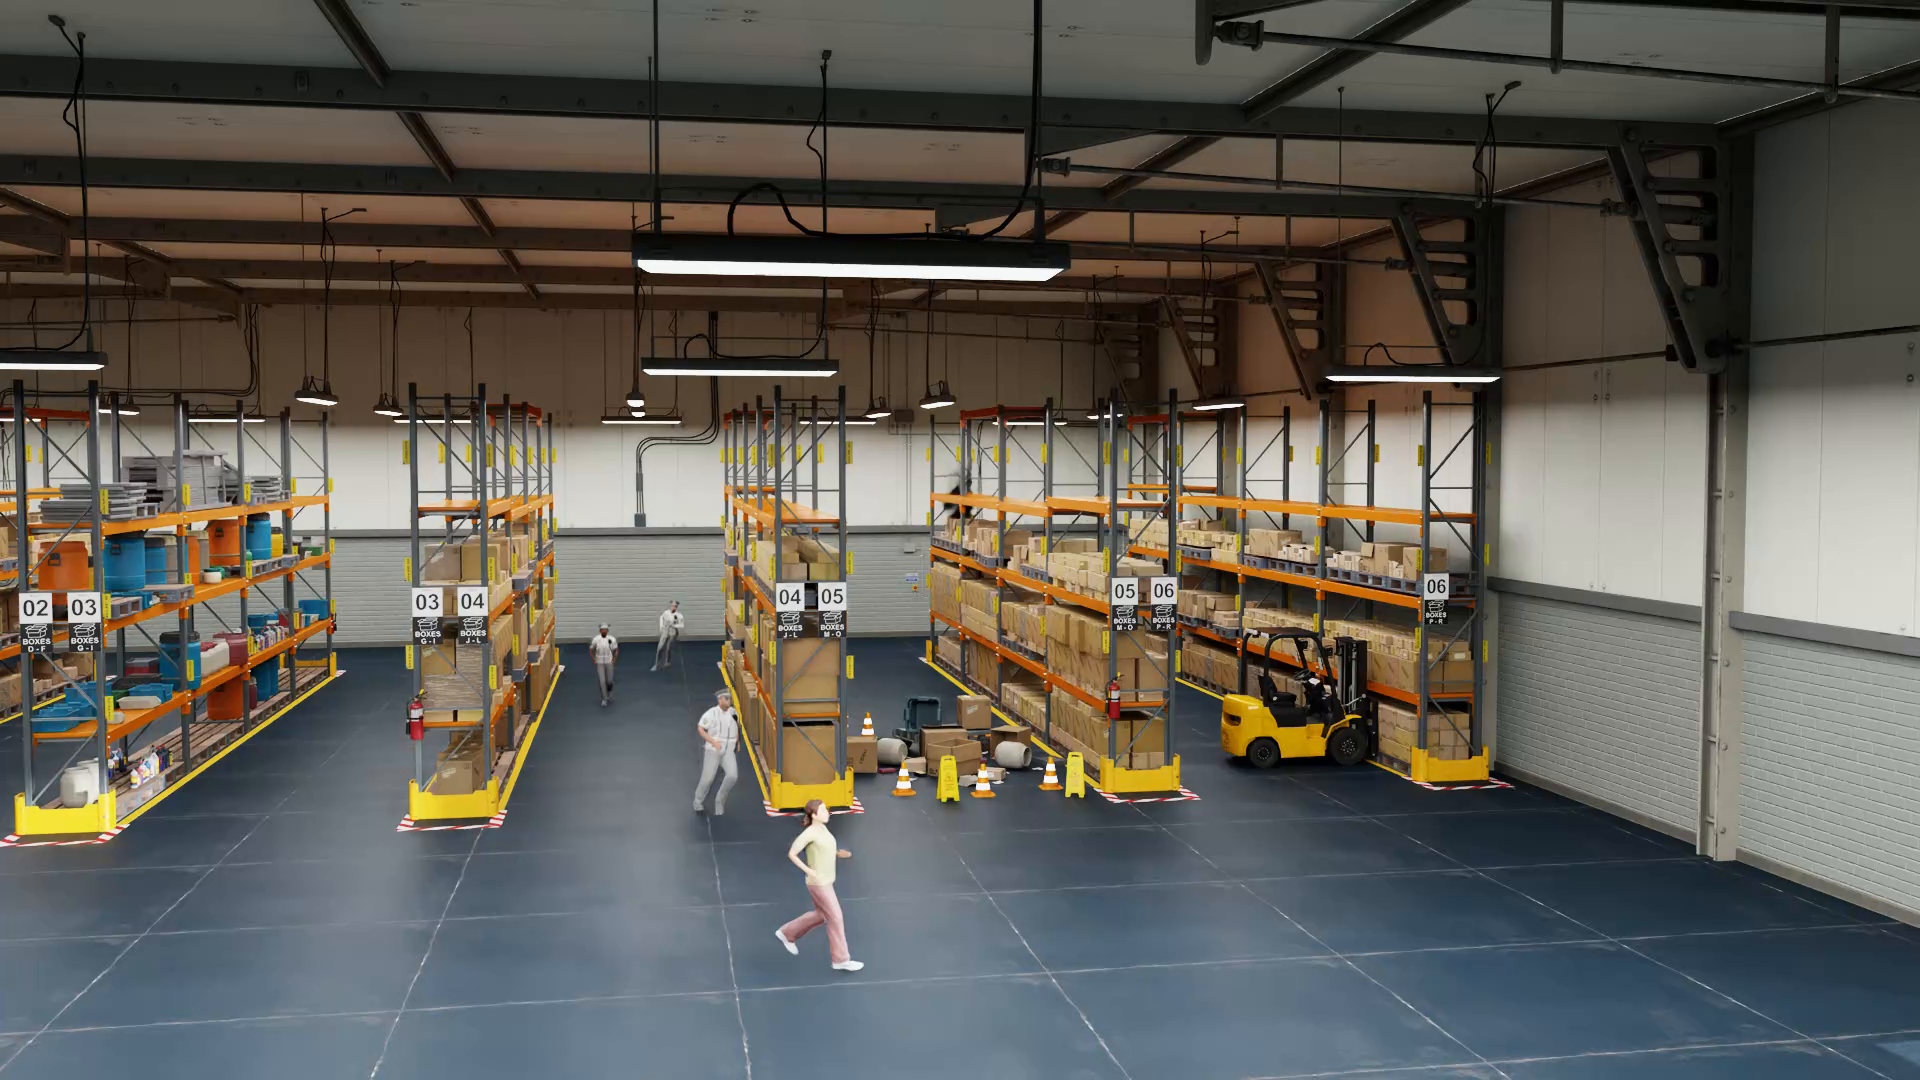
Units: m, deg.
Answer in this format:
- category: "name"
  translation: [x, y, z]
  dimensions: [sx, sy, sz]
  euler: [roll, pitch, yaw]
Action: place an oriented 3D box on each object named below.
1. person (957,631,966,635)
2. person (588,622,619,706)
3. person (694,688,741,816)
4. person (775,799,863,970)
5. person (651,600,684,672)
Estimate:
- category: "person"
  translation: [0.238, 2.060, 42.014]
  dimensions: [0.497, 1.558, 0.805]
  euler: [2, 4, 35]
- category: "person"
  translation: [-7.182, 2.481, 33.510]
  dimensions: [0.596, 1.671, 0.555]
  euler: [-1, 3, -12]
- category: "person"
  translation: [-3.347, 2.966, 23.329]
  dimensions: [0.722, 1.791, 0.668]
  euler: [-2, 4, -35]
- category: "person"
  translation: [-1.384, 3.338, 16.206]
  dimensions: [0.929, 1.645, 0.585]
  euler: [1, 3, 14]
- category: "person"
  translation: [-6.767, 2.214, 38.724]
  dimensions: [0.725, 1.657, 0.821]
  euler: [0, 3, 5]
